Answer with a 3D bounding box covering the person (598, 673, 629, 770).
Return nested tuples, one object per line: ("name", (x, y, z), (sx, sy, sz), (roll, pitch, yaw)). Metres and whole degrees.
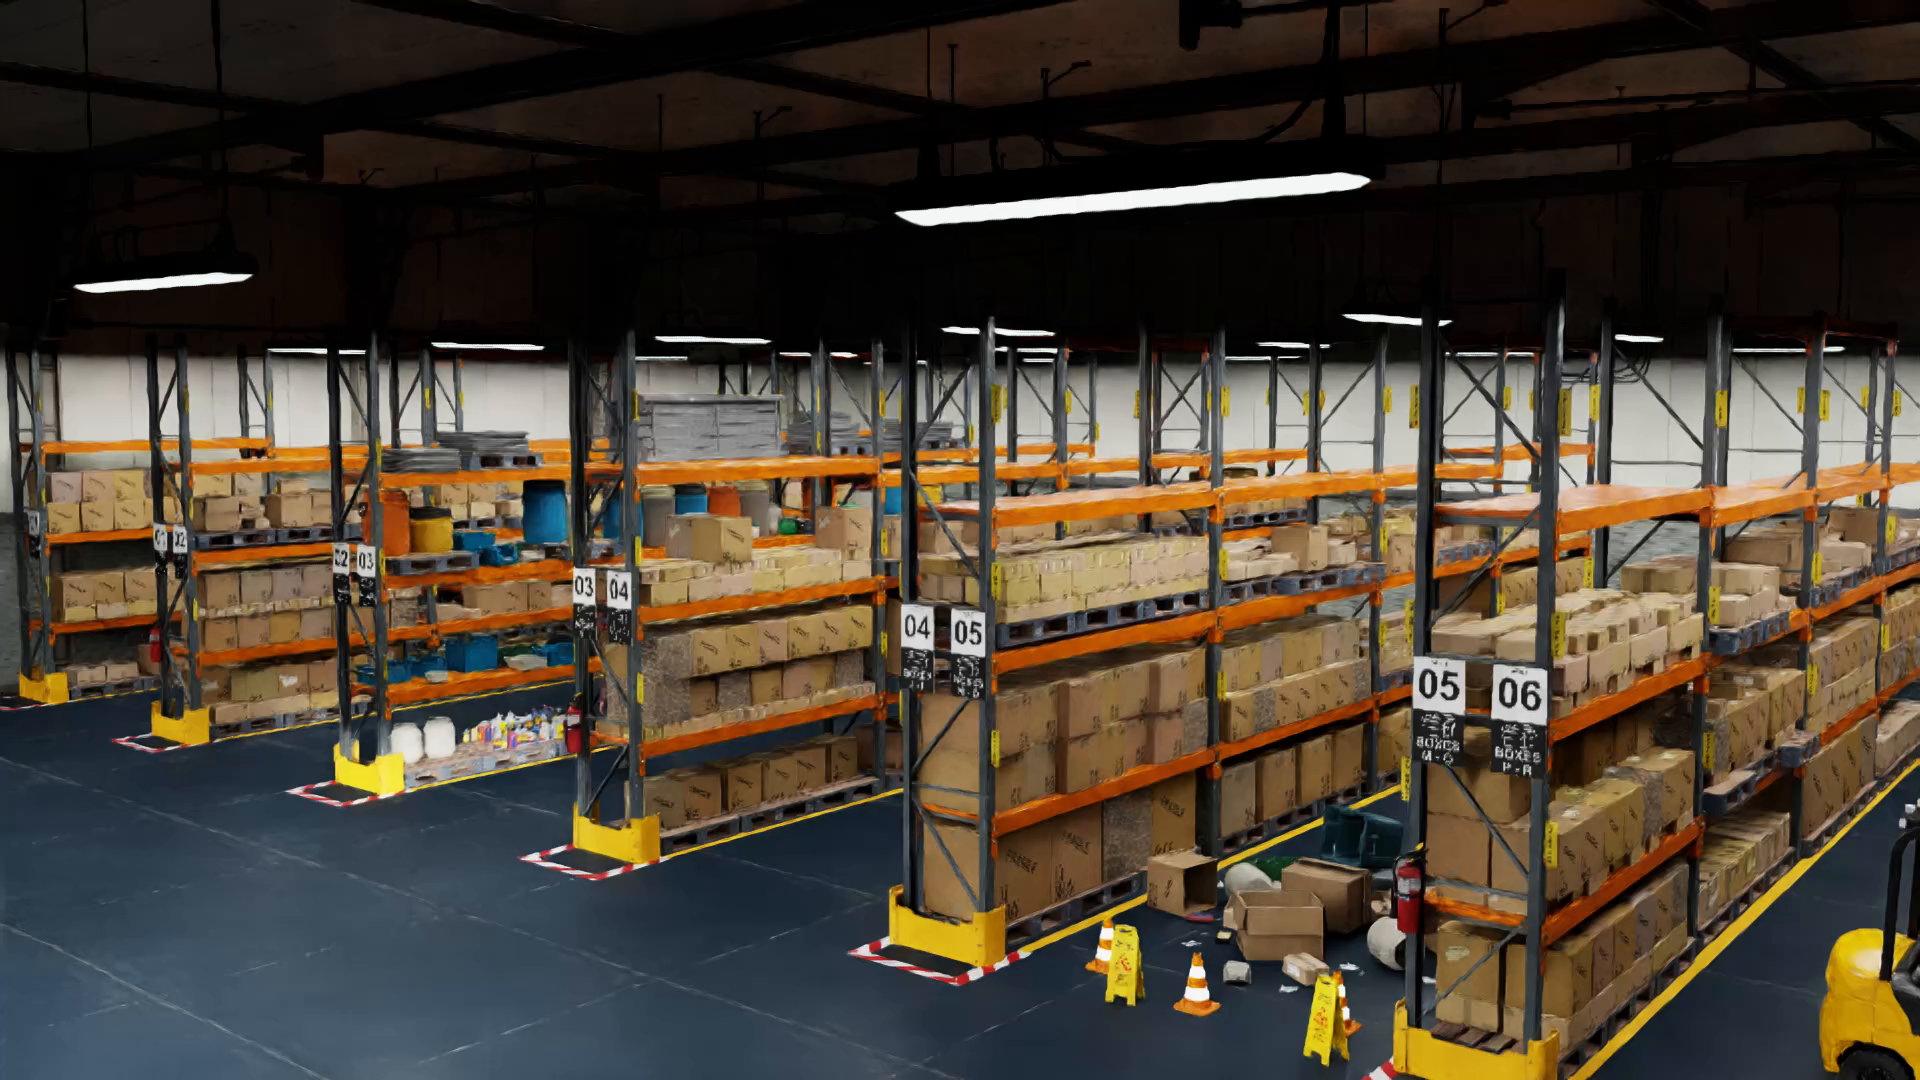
("person", (-4.473, 2.280, 22.394), (0.737, 1.702, 0.878), (2, 6, 22))
